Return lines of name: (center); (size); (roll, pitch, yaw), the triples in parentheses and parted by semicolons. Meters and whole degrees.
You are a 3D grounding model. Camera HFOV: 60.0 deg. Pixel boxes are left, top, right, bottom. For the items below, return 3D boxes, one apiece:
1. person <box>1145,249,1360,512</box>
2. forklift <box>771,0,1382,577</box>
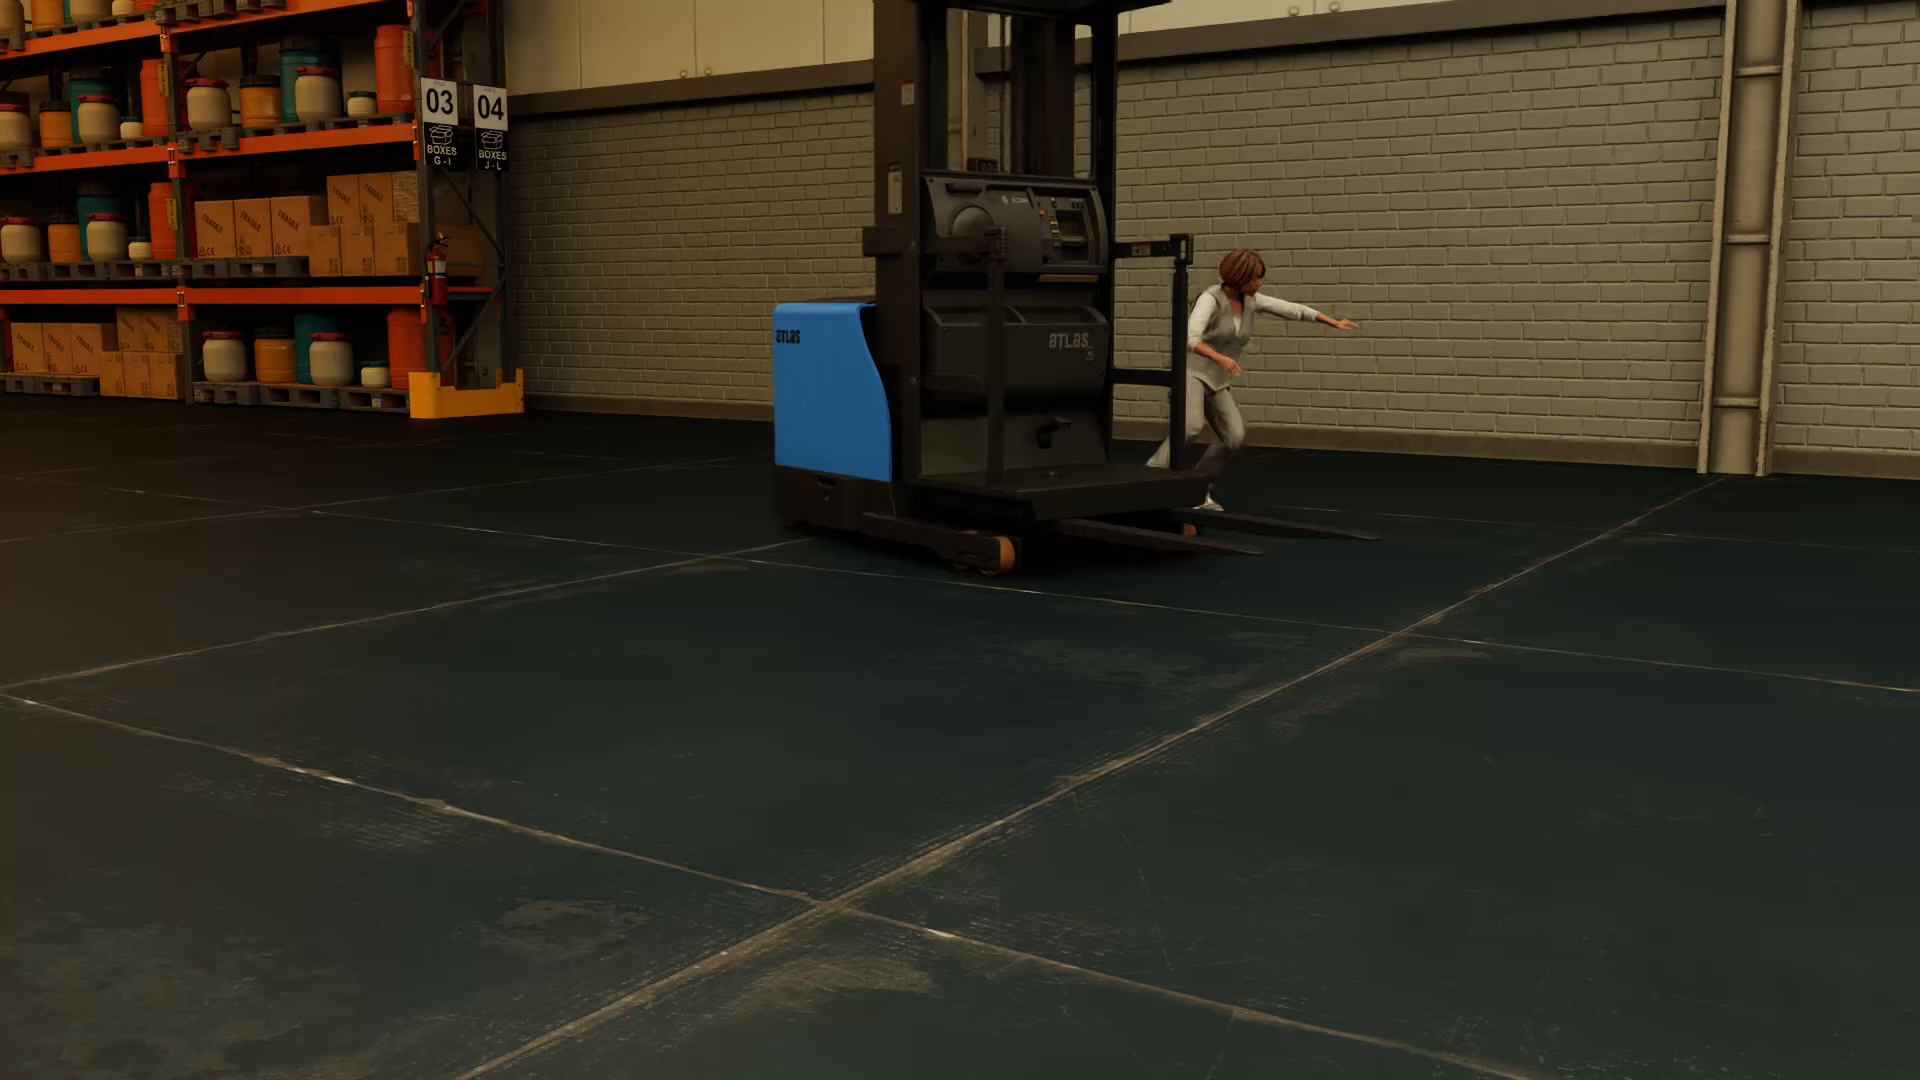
person: (1.336, -0.786, 8.413); (1.208, 1.361, 0.766); (-6, 10, -36)
forklift: (0.377, -1.383, 6.915); (1.130, 2.935, 3.031); (-6, 10, -36)
